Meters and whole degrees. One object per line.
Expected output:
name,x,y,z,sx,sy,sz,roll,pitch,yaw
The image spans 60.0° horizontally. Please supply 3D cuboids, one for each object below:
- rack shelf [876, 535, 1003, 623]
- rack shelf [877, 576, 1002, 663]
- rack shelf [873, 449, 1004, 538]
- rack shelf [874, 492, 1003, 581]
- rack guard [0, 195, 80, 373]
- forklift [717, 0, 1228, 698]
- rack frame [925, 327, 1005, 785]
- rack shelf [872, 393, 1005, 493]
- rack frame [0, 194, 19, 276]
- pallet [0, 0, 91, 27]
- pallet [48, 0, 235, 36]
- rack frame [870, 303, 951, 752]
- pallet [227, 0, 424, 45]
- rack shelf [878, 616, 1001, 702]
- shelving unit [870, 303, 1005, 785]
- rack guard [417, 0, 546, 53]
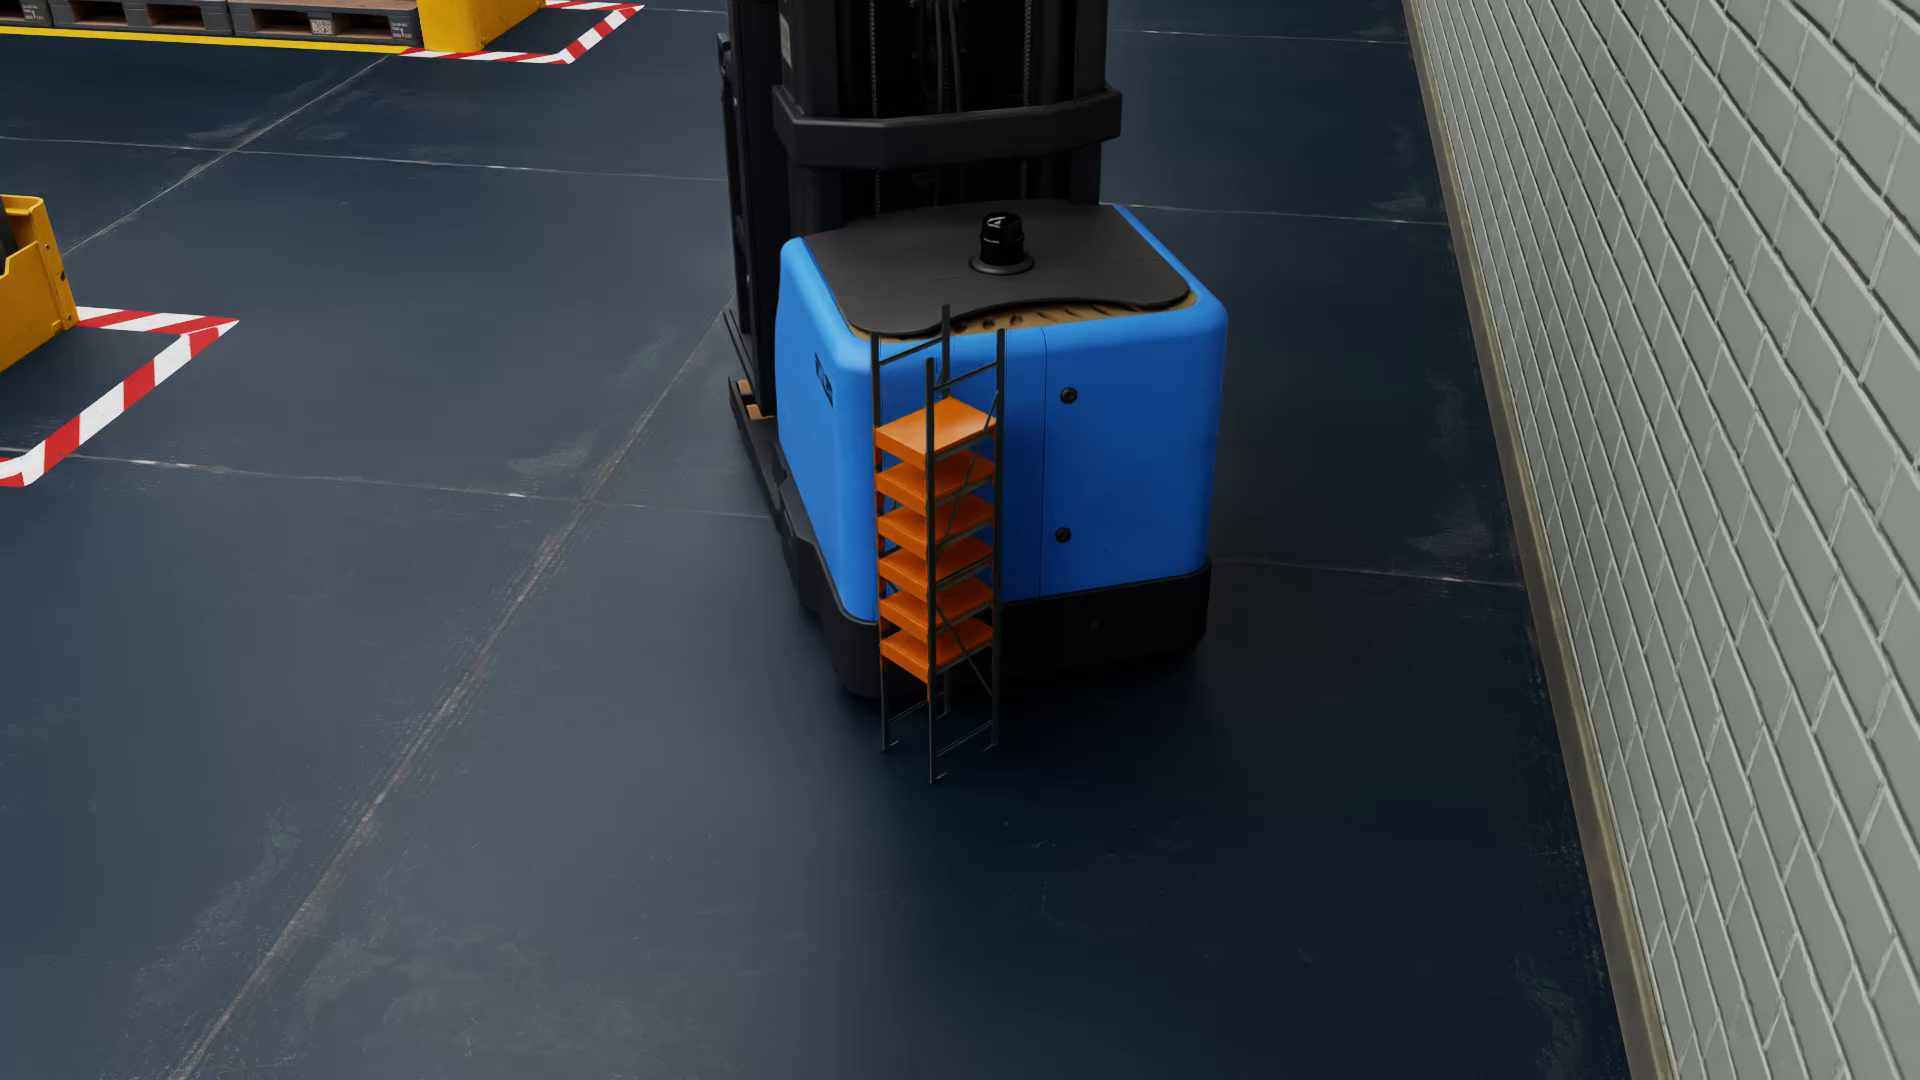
rack shelf,-0.050,0.075,4.083,0.258,0.103,0.180,-27,41,-36
rack shelf,-0.050,0.177,4.147,0.258,0.103,0.180,-27,41,-36
rack shelf,-0.050,-0.128,3.956,0.258,0.103,0.180,-27,41,-36
rack shelf,-0.050,-0.027,4.019,0.258,0.103,0.180,-27,41,-36
rack guard,-3.777,-0.817,6.084,0.348,0.500,1.175,5,32,8
forklift,-0.190,-1.594,5.033,1.130,2.935,3.031,-8,33,-13
rack frame,0.013,0.073,4.003,0.240,1.200,0.006,-27,41,-36
rack shelf,-0.050,-0.230,3.892,0.258,0.103,0.180,-27,41,-36
rack frame,-3.800,-1.879,5.424,0.127,3.000,1.000,5,32,8
pallet,-6.179,-3.599,10.800,1.213,0.211,1.003,5,32,8
pallet,-4.973,-3.491,10.628,1.213,0.211,1.003,5,32,8
rack frame,-0.113,0.002,4.116,0.240,1.200,0.006,-27,41,-36
pallet,-3.774,-3.381,10.452,1.213,0.211,1.003,5,32,8
rack shelf,-0.050,0.278,4.210,0.258,0.103,0.180,-27,41,-36
shelving unit,-0.050,0.037,4.060,0.258,1.200,0.189,-27,41,-36
rack guard,-2.941,-3.414,10.233,0.348,0.500,1.175,5,32,8
